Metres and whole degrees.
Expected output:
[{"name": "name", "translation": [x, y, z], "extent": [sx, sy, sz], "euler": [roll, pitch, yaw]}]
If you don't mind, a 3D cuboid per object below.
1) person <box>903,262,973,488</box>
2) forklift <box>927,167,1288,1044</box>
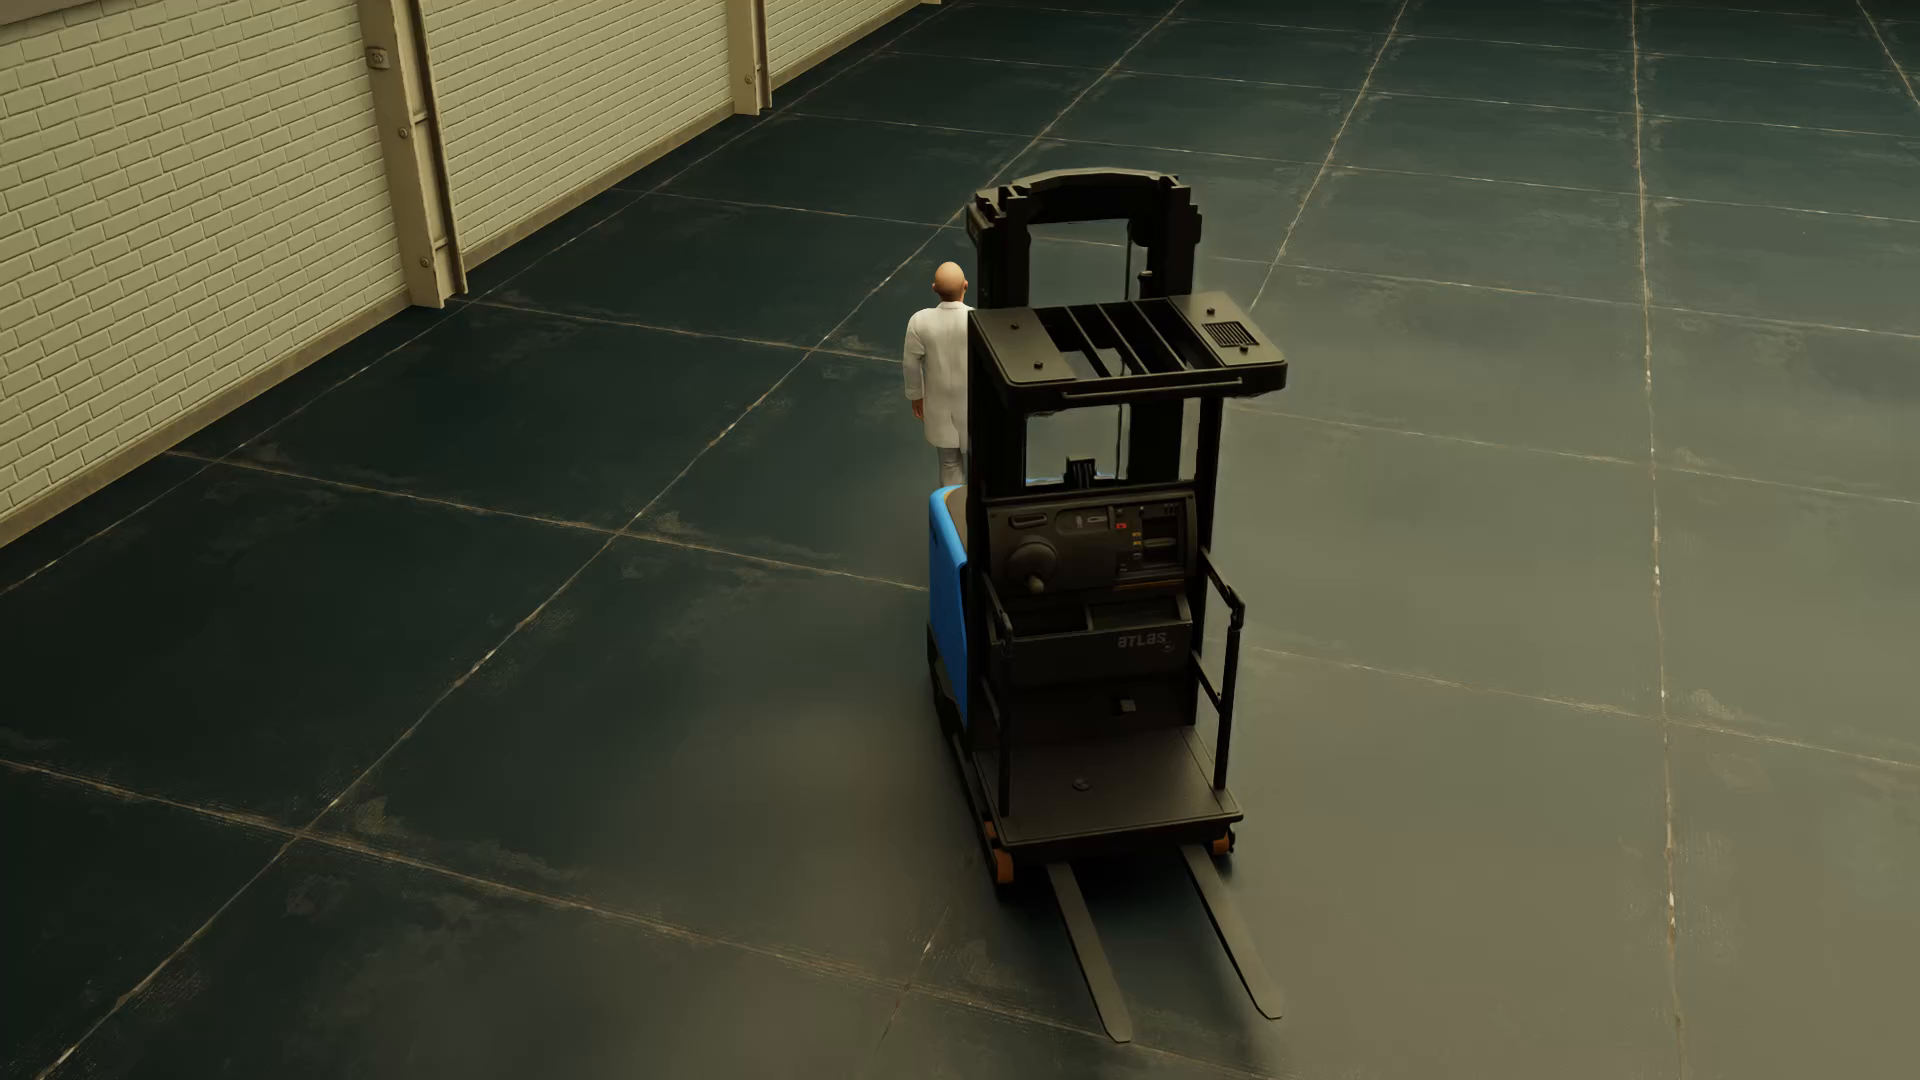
[{"name": "person", "translation": [0.033, -0.821, 9.726], "extent": [0.698, 1.778, 0.578], "euler": [10, 31, 16]}, {"name": "forklift", "translation": [0.621, 0.059, 7.032], "extent": [1.130, 2.935, 3.031], "euler": [-6, 30, -10]}]
